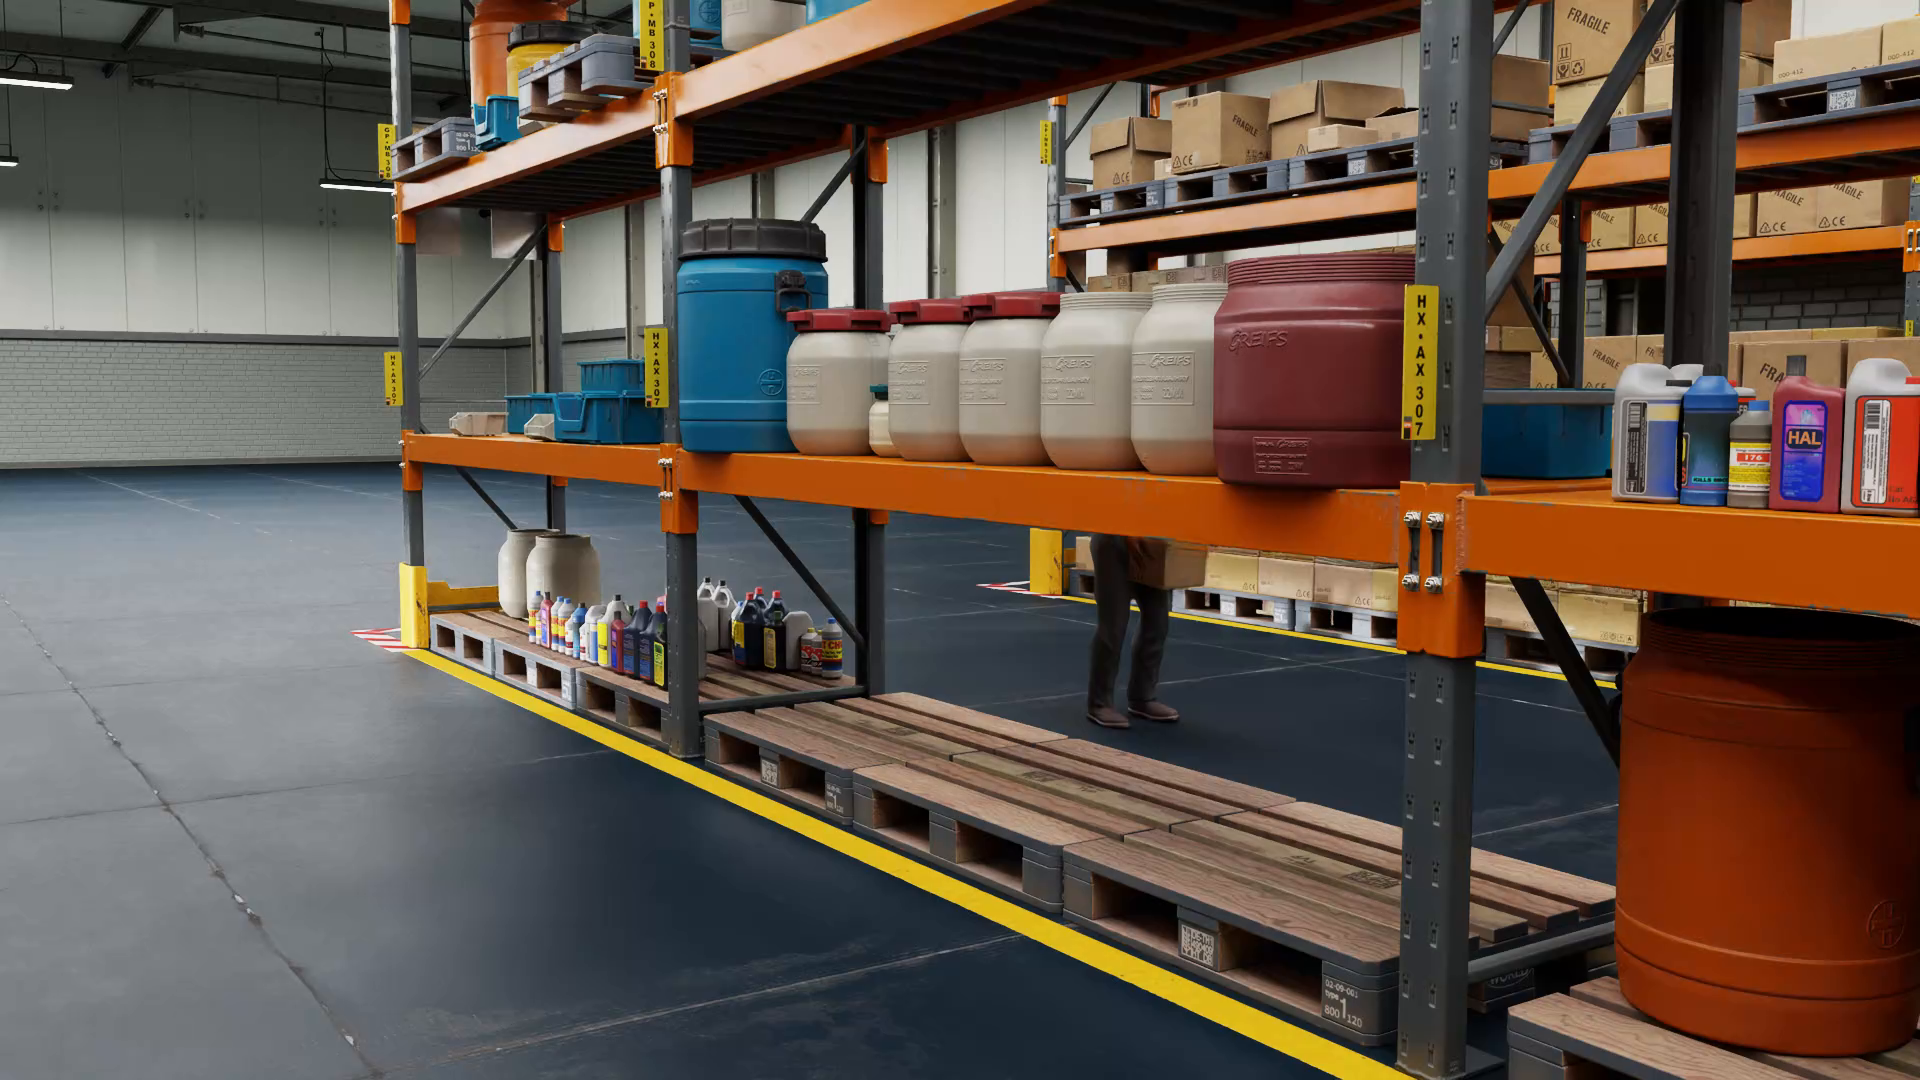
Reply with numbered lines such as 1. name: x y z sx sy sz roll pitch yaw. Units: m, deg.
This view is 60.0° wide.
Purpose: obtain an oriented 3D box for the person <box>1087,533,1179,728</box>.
1. person: 0.831 0.025 7.763 0.478 1.663 0.405 -3 6 -35
